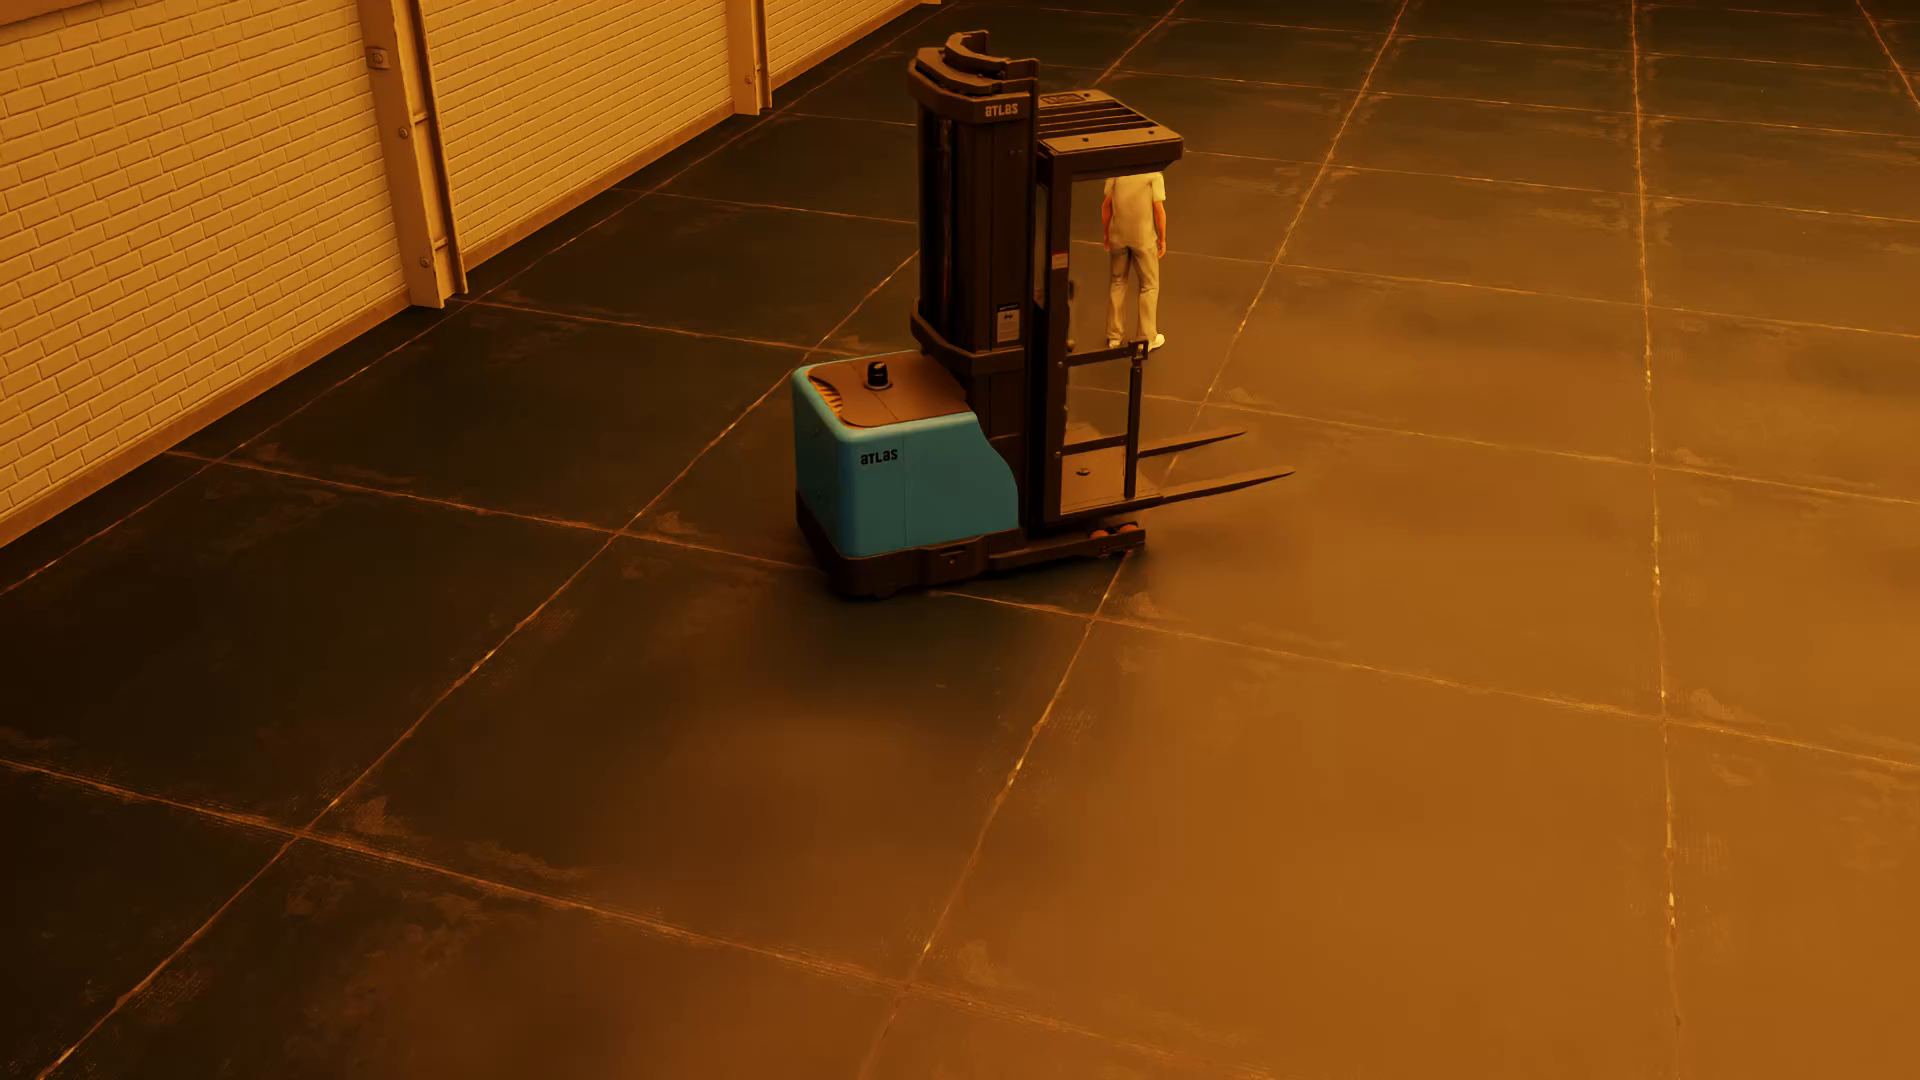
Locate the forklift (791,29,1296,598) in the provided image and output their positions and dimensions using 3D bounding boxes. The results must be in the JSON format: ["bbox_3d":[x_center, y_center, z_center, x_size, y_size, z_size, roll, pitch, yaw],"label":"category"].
[{"bbox_3d":[0.572,-1.394,9.581,3.031,2.935,1.130,-11,31,-18],"label":"forklift"}]

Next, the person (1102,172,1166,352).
[{"bbox_3d":[1.288,-2.219,12.303,0.493,1.672,0.363,12,32,19],"label":"person"}]
